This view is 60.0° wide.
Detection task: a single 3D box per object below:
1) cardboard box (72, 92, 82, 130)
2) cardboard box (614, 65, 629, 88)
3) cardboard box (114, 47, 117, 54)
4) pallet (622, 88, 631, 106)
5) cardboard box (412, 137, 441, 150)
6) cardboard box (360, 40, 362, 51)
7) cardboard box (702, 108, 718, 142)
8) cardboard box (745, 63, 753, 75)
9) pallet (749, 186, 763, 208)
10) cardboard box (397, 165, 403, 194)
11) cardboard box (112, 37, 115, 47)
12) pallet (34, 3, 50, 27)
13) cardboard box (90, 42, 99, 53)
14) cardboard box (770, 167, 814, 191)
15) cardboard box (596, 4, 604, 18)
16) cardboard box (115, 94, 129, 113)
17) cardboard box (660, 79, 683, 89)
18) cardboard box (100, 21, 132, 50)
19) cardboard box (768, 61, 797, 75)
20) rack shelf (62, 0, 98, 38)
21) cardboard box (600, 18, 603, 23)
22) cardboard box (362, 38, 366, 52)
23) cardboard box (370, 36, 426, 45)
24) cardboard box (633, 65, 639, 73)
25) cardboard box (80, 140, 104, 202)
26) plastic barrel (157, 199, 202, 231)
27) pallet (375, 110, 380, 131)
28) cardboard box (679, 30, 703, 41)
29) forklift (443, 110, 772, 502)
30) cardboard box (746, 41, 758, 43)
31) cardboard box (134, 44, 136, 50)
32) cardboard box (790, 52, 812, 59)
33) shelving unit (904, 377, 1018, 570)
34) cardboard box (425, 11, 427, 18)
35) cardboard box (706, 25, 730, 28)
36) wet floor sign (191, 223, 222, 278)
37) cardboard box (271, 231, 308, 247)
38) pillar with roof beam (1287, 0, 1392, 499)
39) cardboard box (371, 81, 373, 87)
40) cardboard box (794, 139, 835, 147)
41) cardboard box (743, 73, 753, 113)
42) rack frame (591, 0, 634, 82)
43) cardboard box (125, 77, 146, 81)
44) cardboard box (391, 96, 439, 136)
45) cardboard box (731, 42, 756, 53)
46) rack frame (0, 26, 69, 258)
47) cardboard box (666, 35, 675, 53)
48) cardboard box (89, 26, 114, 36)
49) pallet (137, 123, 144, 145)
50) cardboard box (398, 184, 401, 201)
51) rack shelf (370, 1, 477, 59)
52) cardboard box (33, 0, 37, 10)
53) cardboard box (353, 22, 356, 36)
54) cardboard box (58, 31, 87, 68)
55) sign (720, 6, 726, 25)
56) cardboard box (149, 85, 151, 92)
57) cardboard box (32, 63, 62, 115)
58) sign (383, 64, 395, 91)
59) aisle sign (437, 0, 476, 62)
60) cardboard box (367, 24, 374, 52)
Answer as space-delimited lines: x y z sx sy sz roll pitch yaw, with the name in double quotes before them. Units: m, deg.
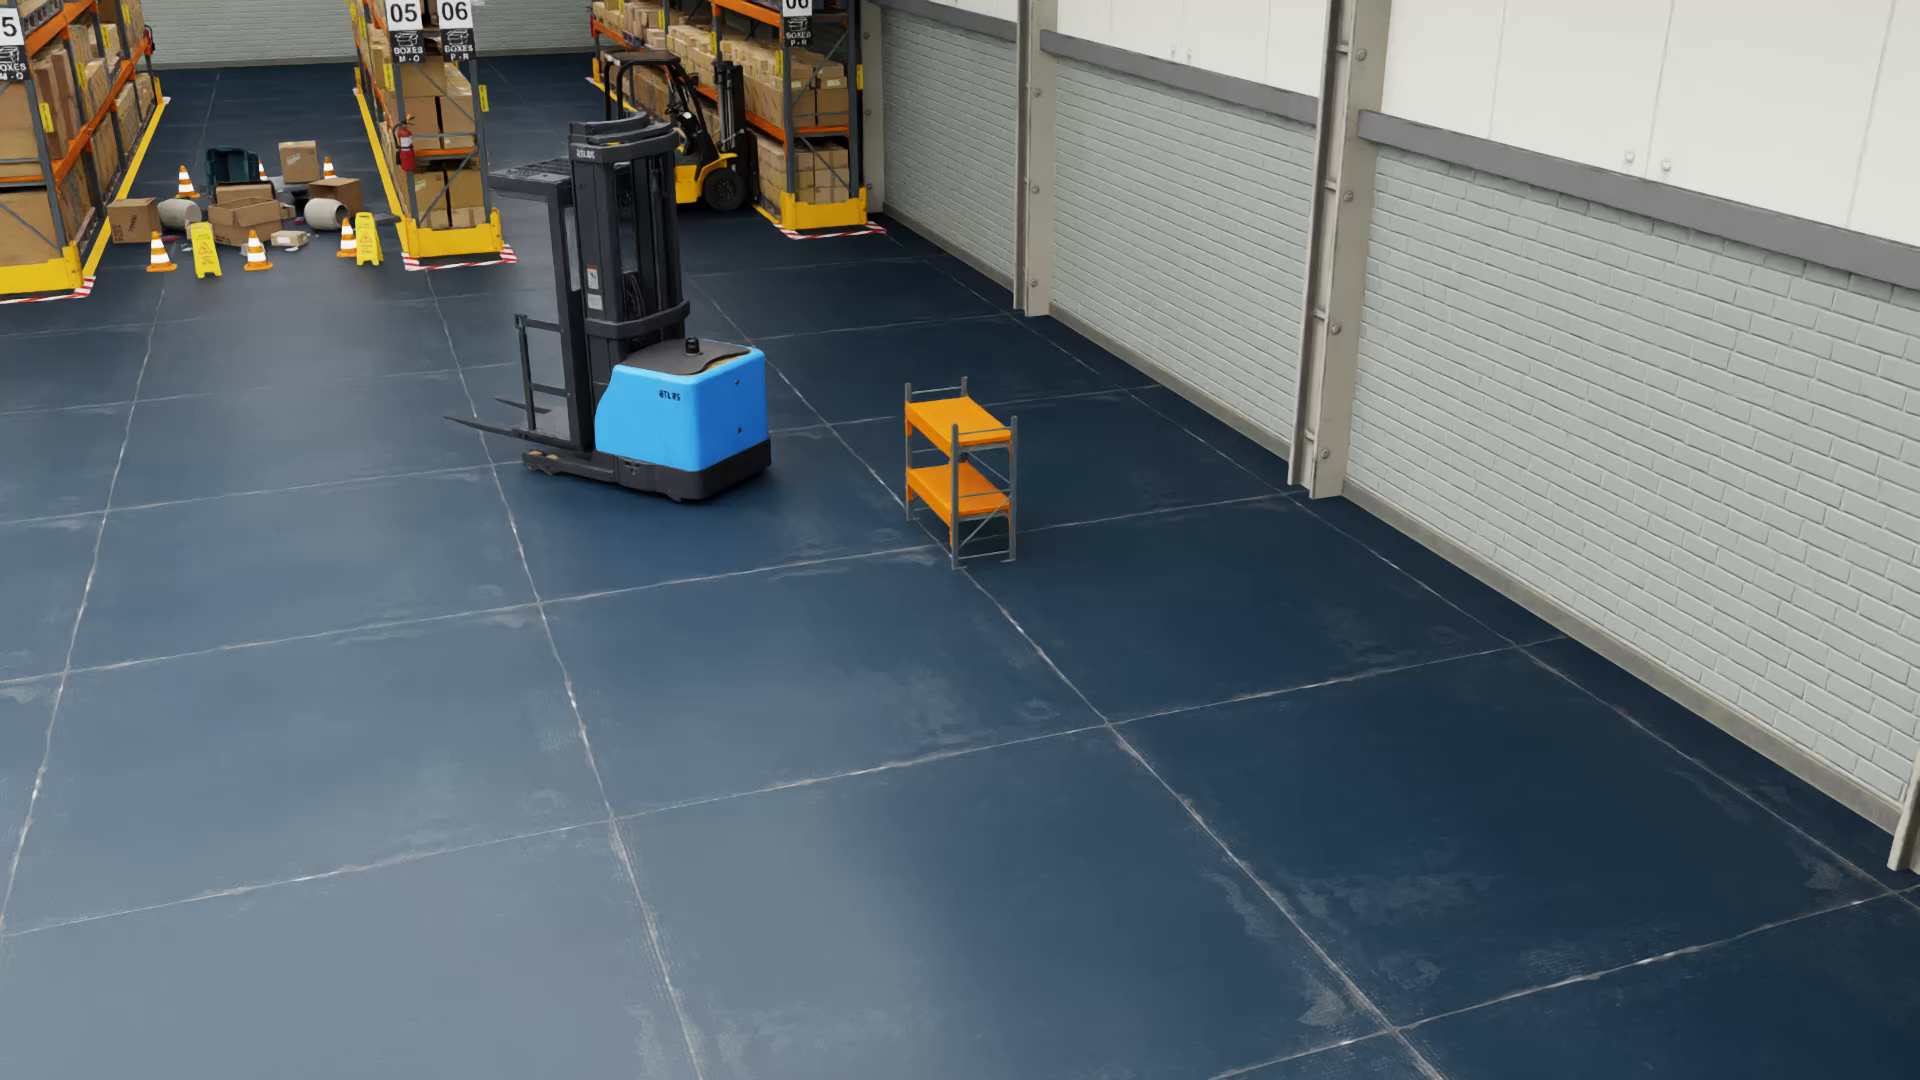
"cardboard box" -12.402 -5.783 22.415 0.875 0.550 0.550 -8 24 -19
"cardboard box" -6.785 -9.718 34.622 0.700 0.500 0.500 -9 25 -21
"cardboard box" -14.777 -8.437 28.689 0.380 0.149 0.250 -10 25 -22
"pallet" -6.374 -9.116 34.107 1.003 0.211 1.213 -8 24 -19
"cardboard box" -6.867 -5.099 21.310 0.380 0.149 0.250 -8 24 -17
"cardboard box" -10.866 -9.204 30.918 0.500 0.250 0.500 -9 24 -20
"cardboard box" -3.768 -6.815 27.573 0.875 0.625 0.625 -9 24 -20
"cardboard box" -2.912 -6.873 24.231 0.380 0.149 0.250 -9 24 -20
"pallet" -2.629 -5.221 24.865 1.003 0.211 1.213 -8 24 -19
"cardboard box" -7.421 -5.010 22.808 0.500 0.500 0.500 -9 24 -20
"cardboard box" -14.764 -8.565 28.610 0.380 0.149 0.250 -9 25 -21
"pallet" -11.837 -6.446 20.435 1.003 0.211 1.213 -8 24 -19
"cardboard box" -13.940 -7.848 26.524 0.380 0.149 0.250 -8 24 -19
"cardboard box" -2.357 -5.082 23.301 0.500 0.250 0.500 -9 24 -20
"cardboard box" -7.458 -11.288 35.479 0.500 0.250 0.500 -8 24 -18
"cardboard box" -14.316 -7.336 28.006 0.500 0.250 0.500 -8 24 -19
"cardboard box" -5.308 -8.380 30.612 0.380 0.149 0.250 -9 25 -21
"cardboard box" -15.309 -9.151 30.087 0.500 0.500 0.500 -9 24 -20
"cardboard box" -2.450 -6.551 23.084 0.380 0.149 0.250 -8 24 -18
"rack shelf" -13.250 -7.624 24.040 1.077 0.370 4.000 -8 24 -19
"cardboard box" -7.552 -11.246 35.893 0.380 0.149 0.250 -8 24 -18
"cardboard box" -10.155 -8.687 29.048 0.500 0.250 0.500 -9 24 -20
"cardboard box" -7.684 -6.642 22.847 0.700 0.500 0.500 -9 24 -20
"cardboard box" -6.254 -9.325 32.855 0.380 0.149 0.250 -7 24 -16
"cardboard box" -12.847 -5.216 23.620 1.050 0.750 0.750 -8 24 -19
"plastic barrel" -10.708 -4.457 22.780 0.512 0.421 0.421 8 24 18
"pallet" -10.431 -7.914 31.255 1.003 0.211 1.213 -8 24 -19
"cardboard box" -4.567 -8.607 28.344 0.380 0.149 0.250 -8 24 -18
"forklift" -3.129 -2.065 13.877 3.031 2.935 1.130 13 26 28
"cardboard box" -3.363 -7.942 26.768 0.380 0.149 0.250 -8 24 -19
"cardboard box" -15.674 -9.257 31.174 0.380 0.149 0.250 -7 24 -17
"cardboard box" -2.331 -6.990 24.126 0.380 0.149 0.250 -8 24 -19
"shelving unit" -0.002 -0.521 12.537 0.538 1.125 1.048 -8 24 -19
"cardboard box" -6.794 -6.907 21.736 0.380 0.149 0.250 -9 25 -21
"cardboard box" -4.218 -8.873 28.975 0.380 0.149 0.250 -8 24 -18
"wet floor sign" -9.268 -3.569 20.387 0.267 0.644 0.232 -13 26 -28
"cardboard box" -8.888 -3.994 22.034 0.380 0.149 0.250 4 23 9
"pillar with roof beam" -1.084 -3.981 10.610 9.100 9.000 0.400 -8 24 -19
"cardboard box" -11.861 -9.709 34.682 0.875 0.438 0.875 -9 25 -21
"cardboard box" -2.065 -5.560 23.792 0.500 0.250 0.500 -8 24 -19
"cardboard box" -2.856 -6.537 24.269 0.500 0.500 0.500 -8 24 -19
"rack frame" -7.545 -11.605 36.421 1.000 3.000 0.127 -8 24 -19
"cardboard box" -16.081 -8.924 32.425 0.380 0.149 0.250 -9 25 -21
"cardboard box" -6.985 -5.451 21.310 0.500 0.500 0.500 -9 24 -20
"cardboard box" -3.277 -7.490 25.311 0.380 0.149 0.250 -8 24 -18
"rack frame" -11.130 -4.393 19.310 1.000 3.000 0.127 -8 24 -19
"cardboard box" -4.814 -8.661 28.986 0.500 0.250 0.500 -8 24 -19
"cardboard box" -14.860 -8.794 28.770 0.380 0.149 0.250 -9 25 -21
"pallet" -15.093 -7.185 29.526 1.003 0.211 1.213 -8 24 -19
"cardboard box" -7.793 -5.045 23.857 0.500 0.250 0.500 -7 24 -16
"rack shelf" -7.242 -6.886 22.290 1.077 0.370 4.000 -8 24 -19
"cardboard box" -11.308 -6.434 19.946 0.380 0.149 0.250 -8 24 -19
"cardboard box" -11.919 -10.387 33.404 0.500 0.500 0.500 -8 24 -19
"cardboard box" -13.444 -7.272 24.726 0.700 0.500 0.500 -9 24 -20
"sign" -4.201 -9.309 29.483 0.100 0.325 0.005 -8 24 -19
"cardboard box" -16.144 -8.882 32.708 0.380 0.149 0.250 -9 25 -21
"cardboard box" -11.576 -5.509 20.375 0.875 0.550 0.550 -8 24 -19
"sign" -7.061 -5.719 20.559 0.100 0.325 0.005 -8 24 -19
"aisle sign" -6.223 -6.327 20.551 0.394 0.787 0.004 -8 24 -19
"cardboard box" -9.419 -8.197 27.283 0.500 0.500 0.500 -9 24 -20
